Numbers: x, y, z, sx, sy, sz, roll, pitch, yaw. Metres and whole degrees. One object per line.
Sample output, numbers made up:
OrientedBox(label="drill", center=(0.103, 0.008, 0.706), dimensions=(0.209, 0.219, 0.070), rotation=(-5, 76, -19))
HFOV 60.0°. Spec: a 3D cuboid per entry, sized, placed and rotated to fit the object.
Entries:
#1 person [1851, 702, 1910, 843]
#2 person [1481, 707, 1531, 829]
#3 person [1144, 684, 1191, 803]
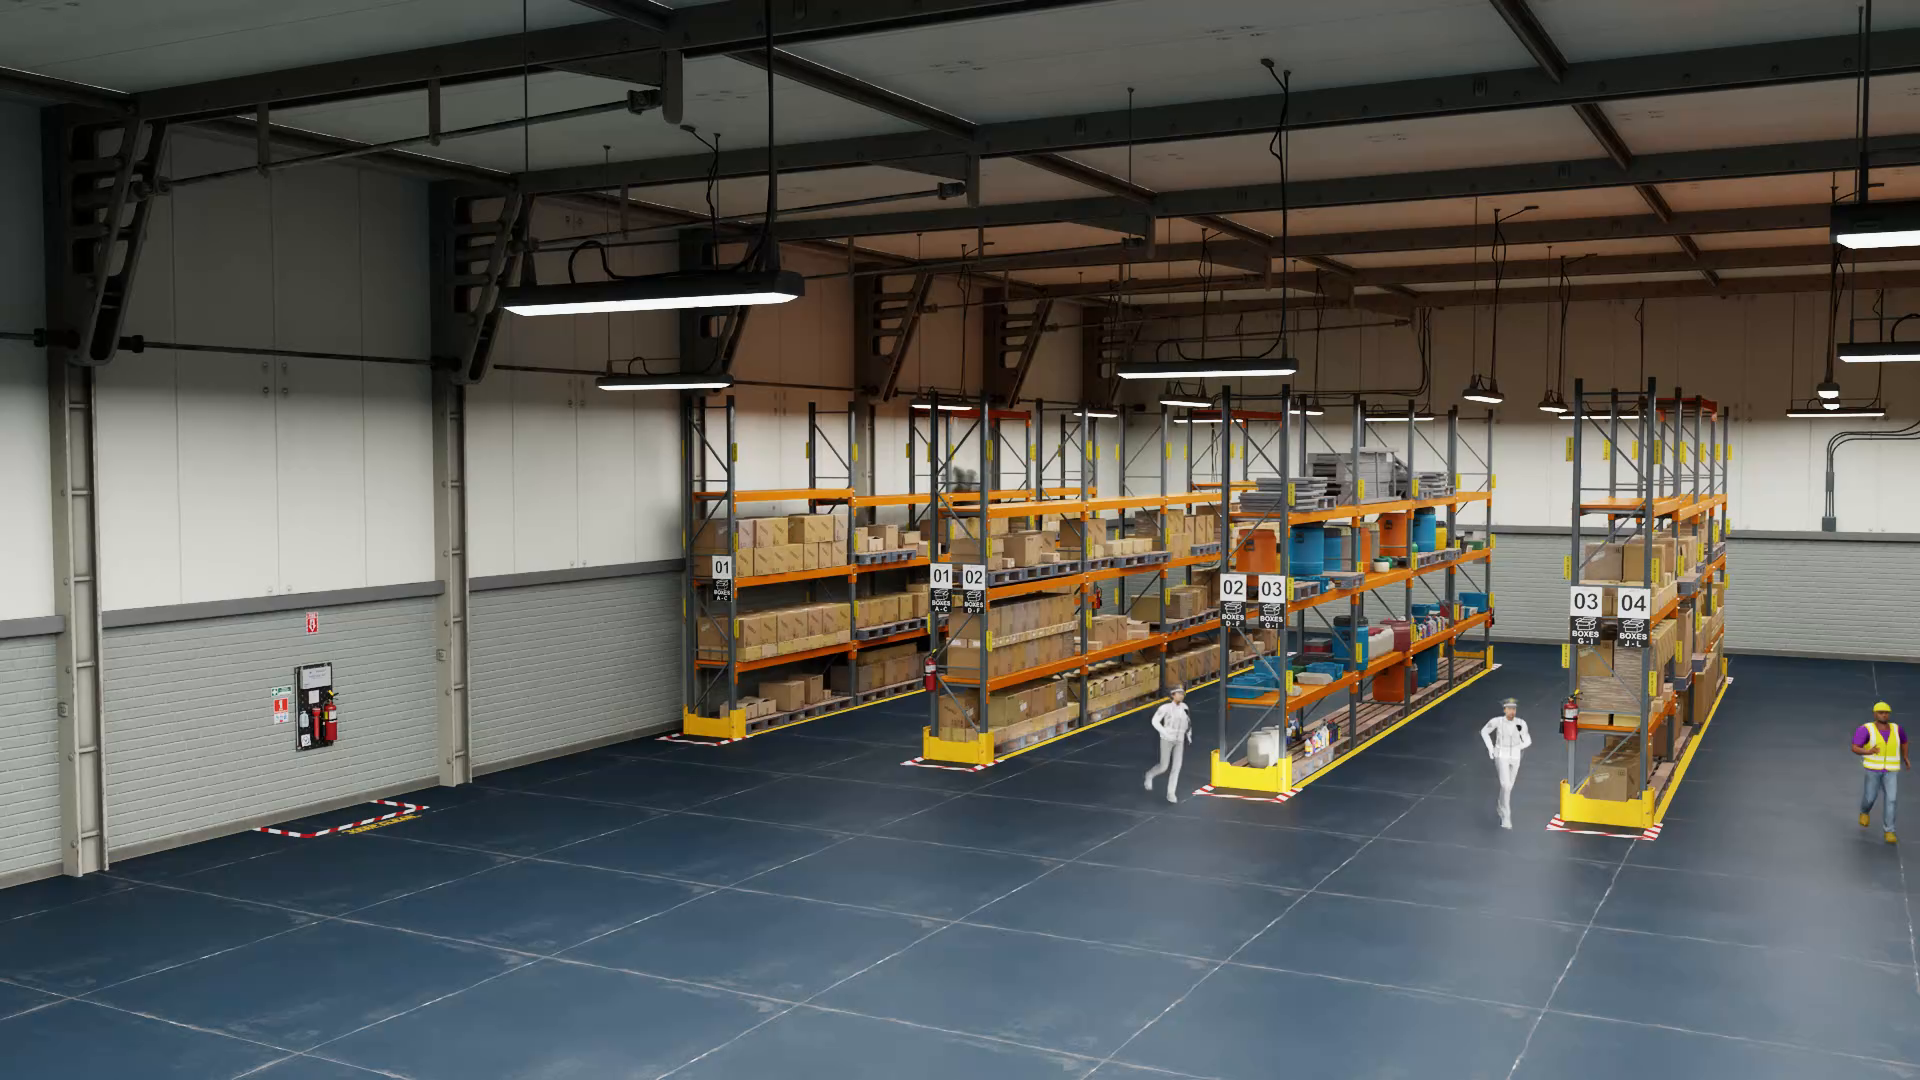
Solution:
OrientedBox(label="person", center=(11.939, 2.971, 21.554), dimensions=(0.712, 1.744, 0.961), rotation=(1, 3, 16))
OrientedBox(label="person", center=(7.374, 3.002, 22.427), dimensions=(0.603, 1.711, 0.711), rotation=(0, 3, 1))
OrientedBox(label="person", center=(3.101, 2.906, 24.078), dimensions=(0.675, 1.645, 0.840), rotation=(-1, 3, -21))
